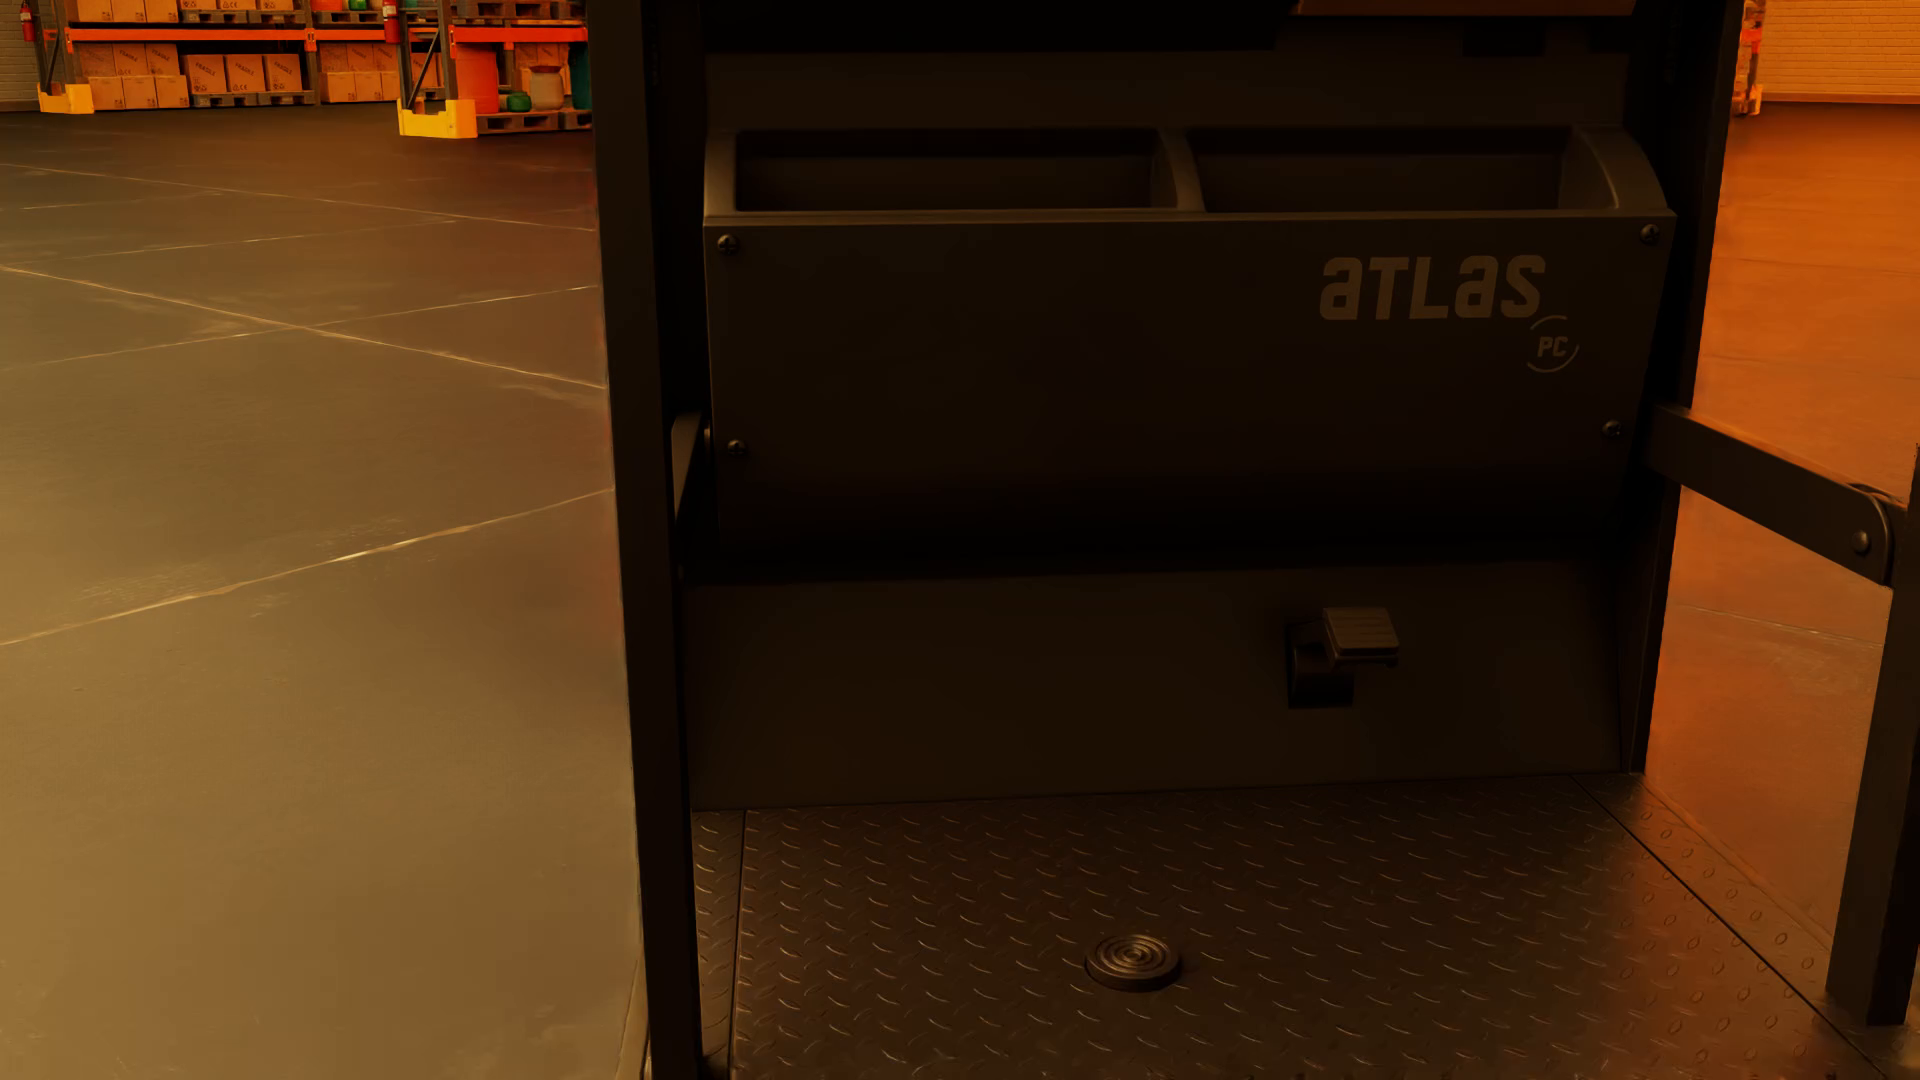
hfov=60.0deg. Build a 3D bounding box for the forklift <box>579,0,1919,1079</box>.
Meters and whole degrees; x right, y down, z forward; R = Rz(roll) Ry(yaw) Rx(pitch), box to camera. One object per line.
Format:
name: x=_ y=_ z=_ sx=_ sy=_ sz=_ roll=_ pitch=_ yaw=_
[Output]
forklift: x=0.243 y=-0.726 z=1.288 sx=1.130 sy=2.935 sz=3.031 roll=-2 pitch=17 yaw=-5
